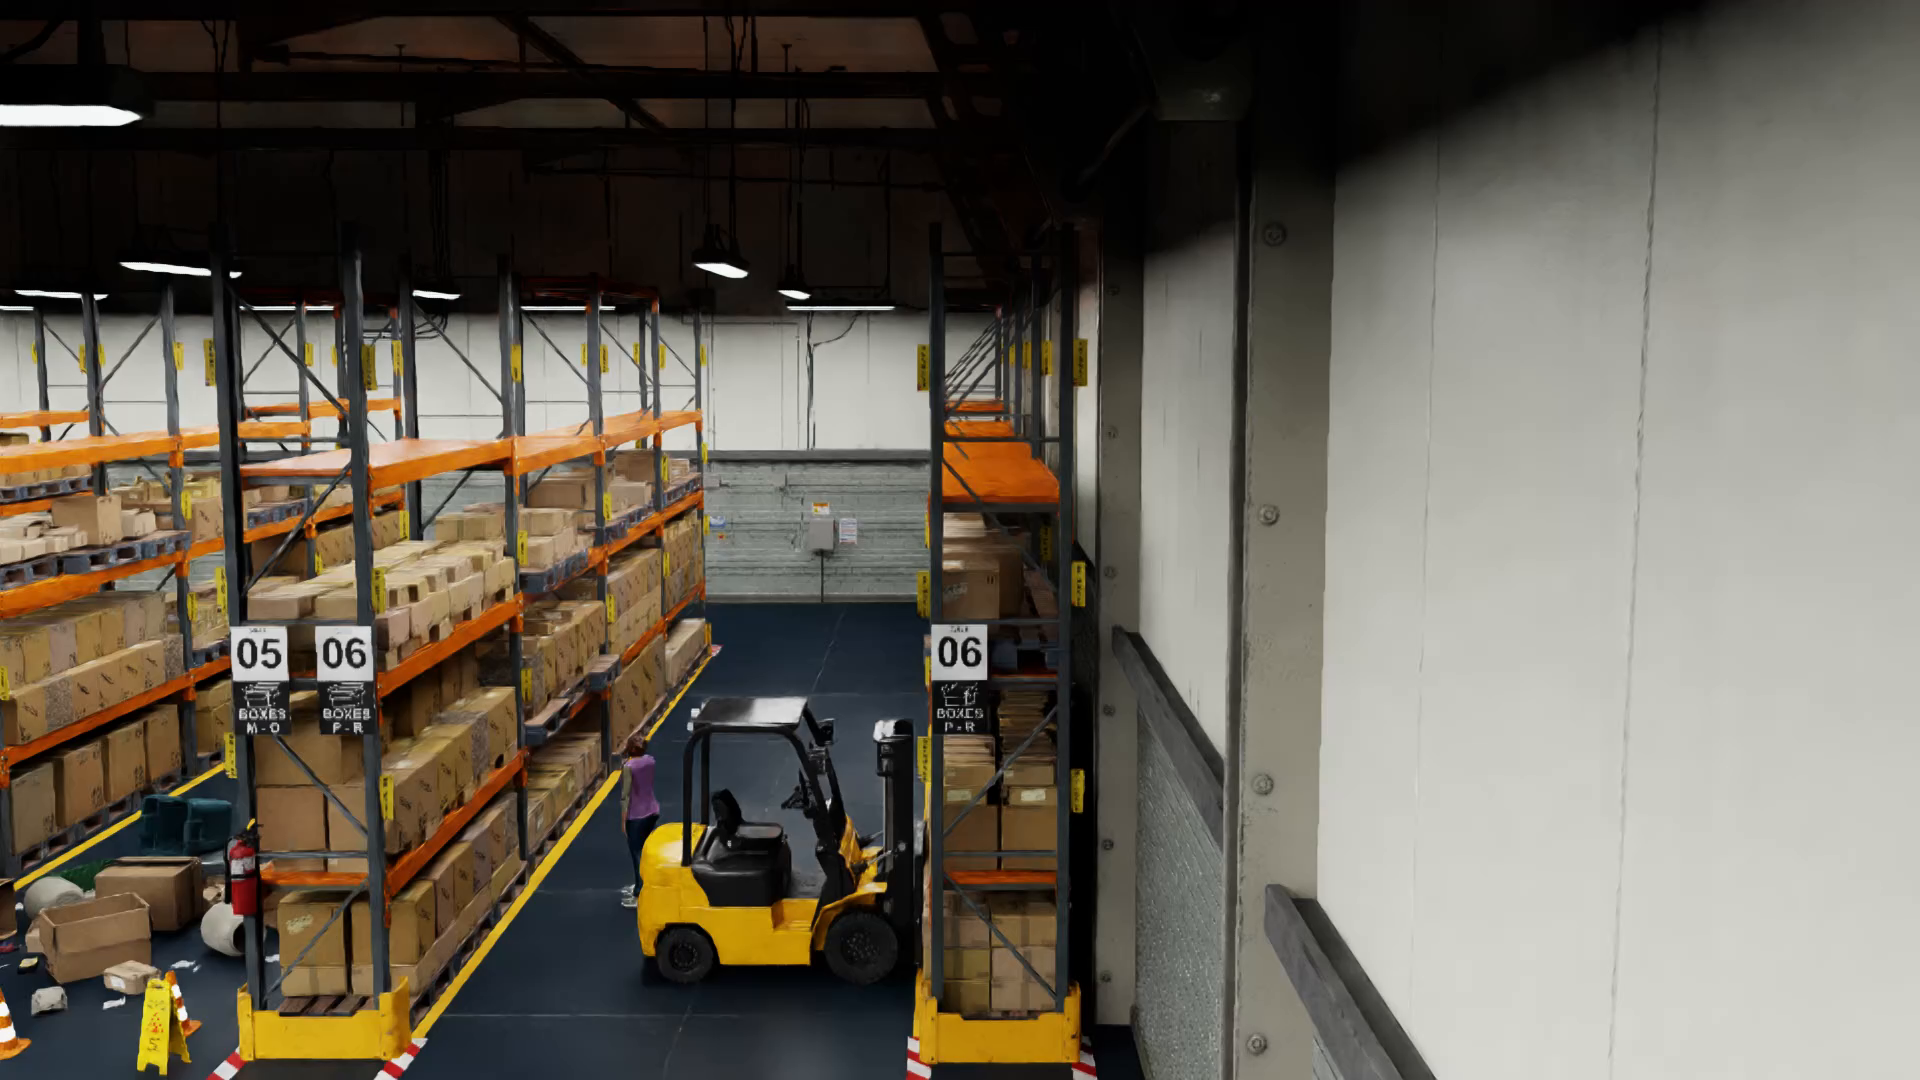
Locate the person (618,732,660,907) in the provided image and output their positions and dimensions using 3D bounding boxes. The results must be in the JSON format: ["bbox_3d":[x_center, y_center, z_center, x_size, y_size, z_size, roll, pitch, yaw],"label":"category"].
[{"bbox_3d":[-3.003,2.569,15.424,0.449,1.599,0.467,4,8,31],"label":"person"}]
